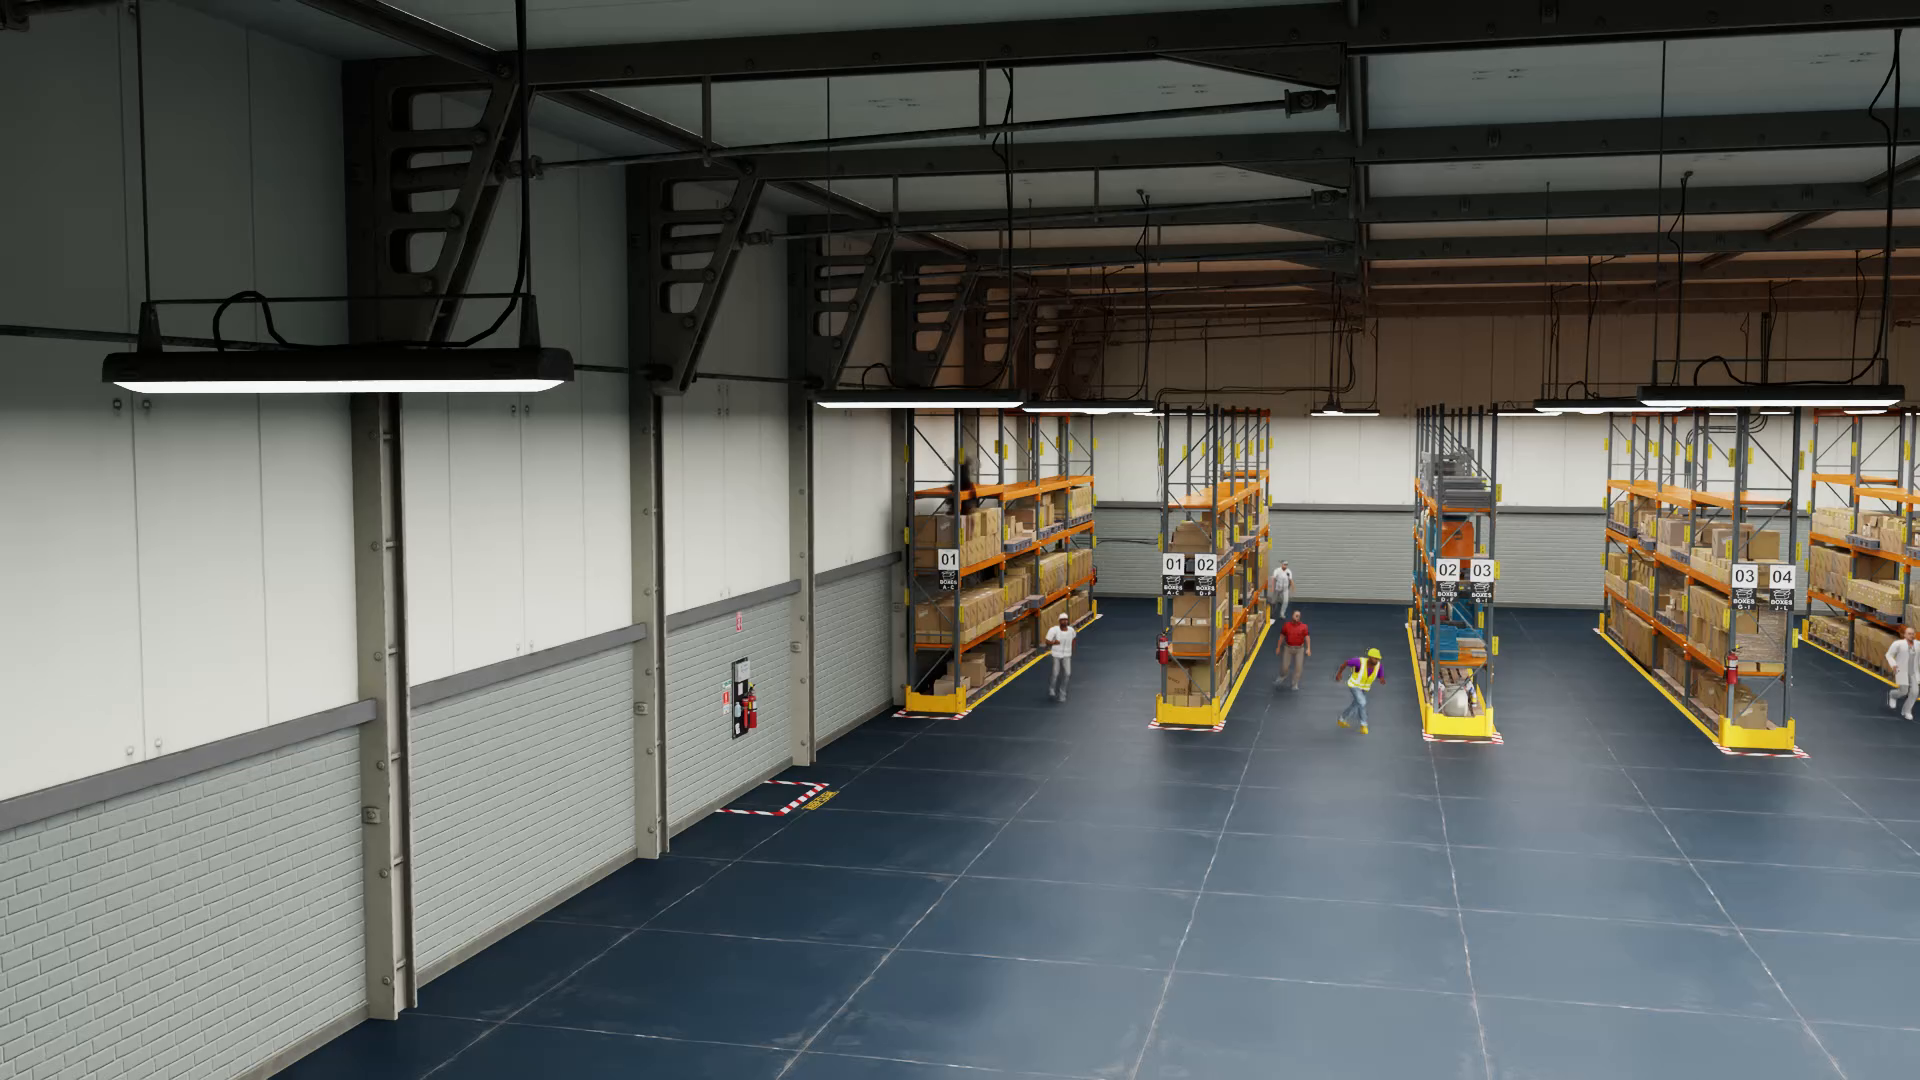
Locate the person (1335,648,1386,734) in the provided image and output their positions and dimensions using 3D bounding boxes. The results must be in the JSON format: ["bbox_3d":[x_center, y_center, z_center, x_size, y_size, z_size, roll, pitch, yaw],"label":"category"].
[{"bbox_3d":[7.296,2.710,30.289,0.721,1.564,1.114,-2,4,-22],"label":"person"}]

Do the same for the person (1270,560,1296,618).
[{"bbox_3d":[9.263,1.384,47.976,0.732,1.698,0.752,0,4,-6],"label":"person"}]

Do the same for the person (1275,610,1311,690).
[{"bbox_3d":[7.039,2.317,35.155,0.714,1.693,0.686,1,4,8],"label":"person"}]

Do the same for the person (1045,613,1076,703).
[{"bbox_3d":[2.072,2.394,33.817,0.704,1.829,0.739,-1,4,-10],"label":"person"}]

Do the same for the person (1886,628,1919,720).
[{"bbox_3d":[18.204,2.546,32.002,0.726,1.734,0.721,0,4,3],"label":"person"}]
